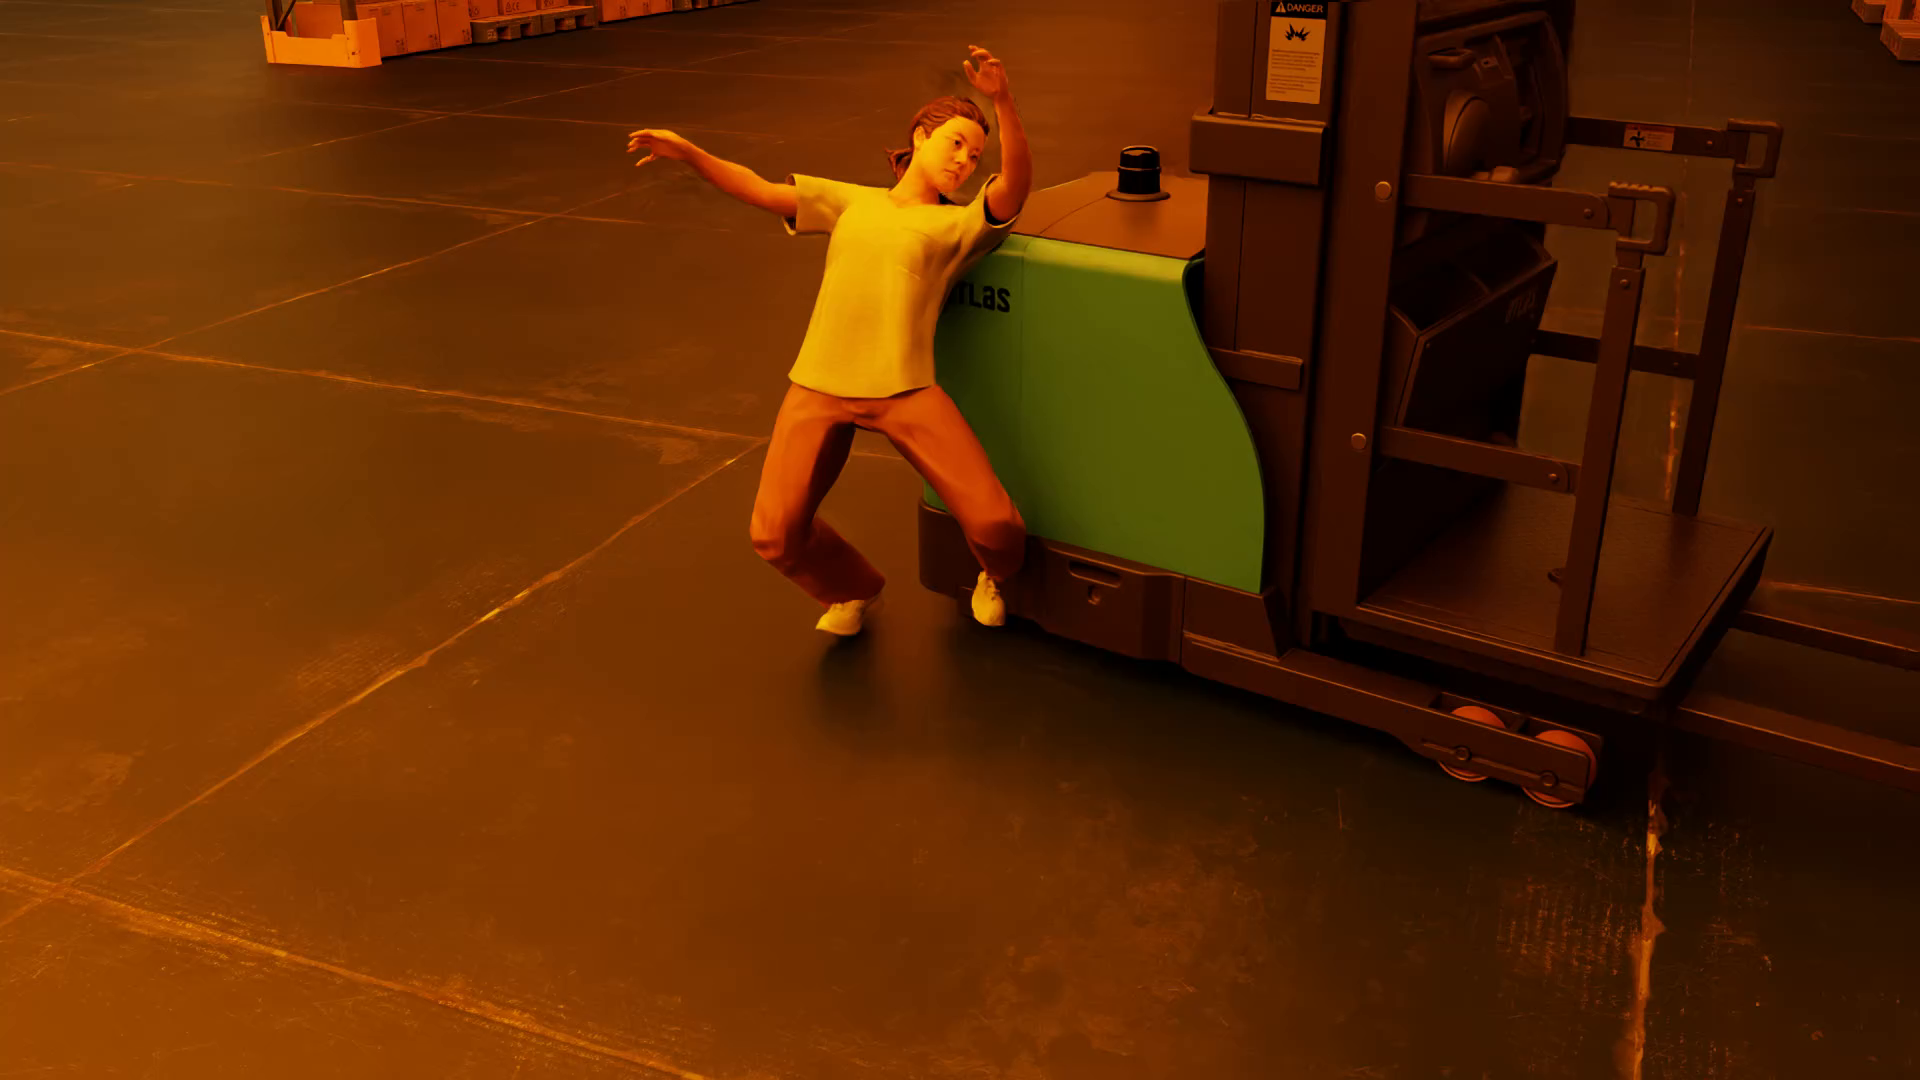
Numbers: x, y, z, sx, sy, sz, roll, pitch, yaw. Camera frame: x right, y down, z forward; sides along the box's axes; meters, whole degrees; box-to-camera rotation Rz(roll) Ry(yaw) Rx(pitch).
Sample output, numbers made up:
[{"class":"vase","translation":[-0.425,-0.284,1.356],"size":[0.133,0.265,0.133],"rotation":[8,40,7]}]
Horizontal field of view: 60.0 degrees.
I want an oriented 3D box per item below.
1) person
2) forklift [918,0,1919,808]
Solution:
[{"class":"person","translation":[-0.272,-0.484,4.191],"size":[0.946,1.535,0.653],"rotation":[3,23,7]},{"class":"forklift","translation":[1.382,-0.993,3.669],"size":[3.031,2.935,1.130],"rotation":[15,27,32]}]
